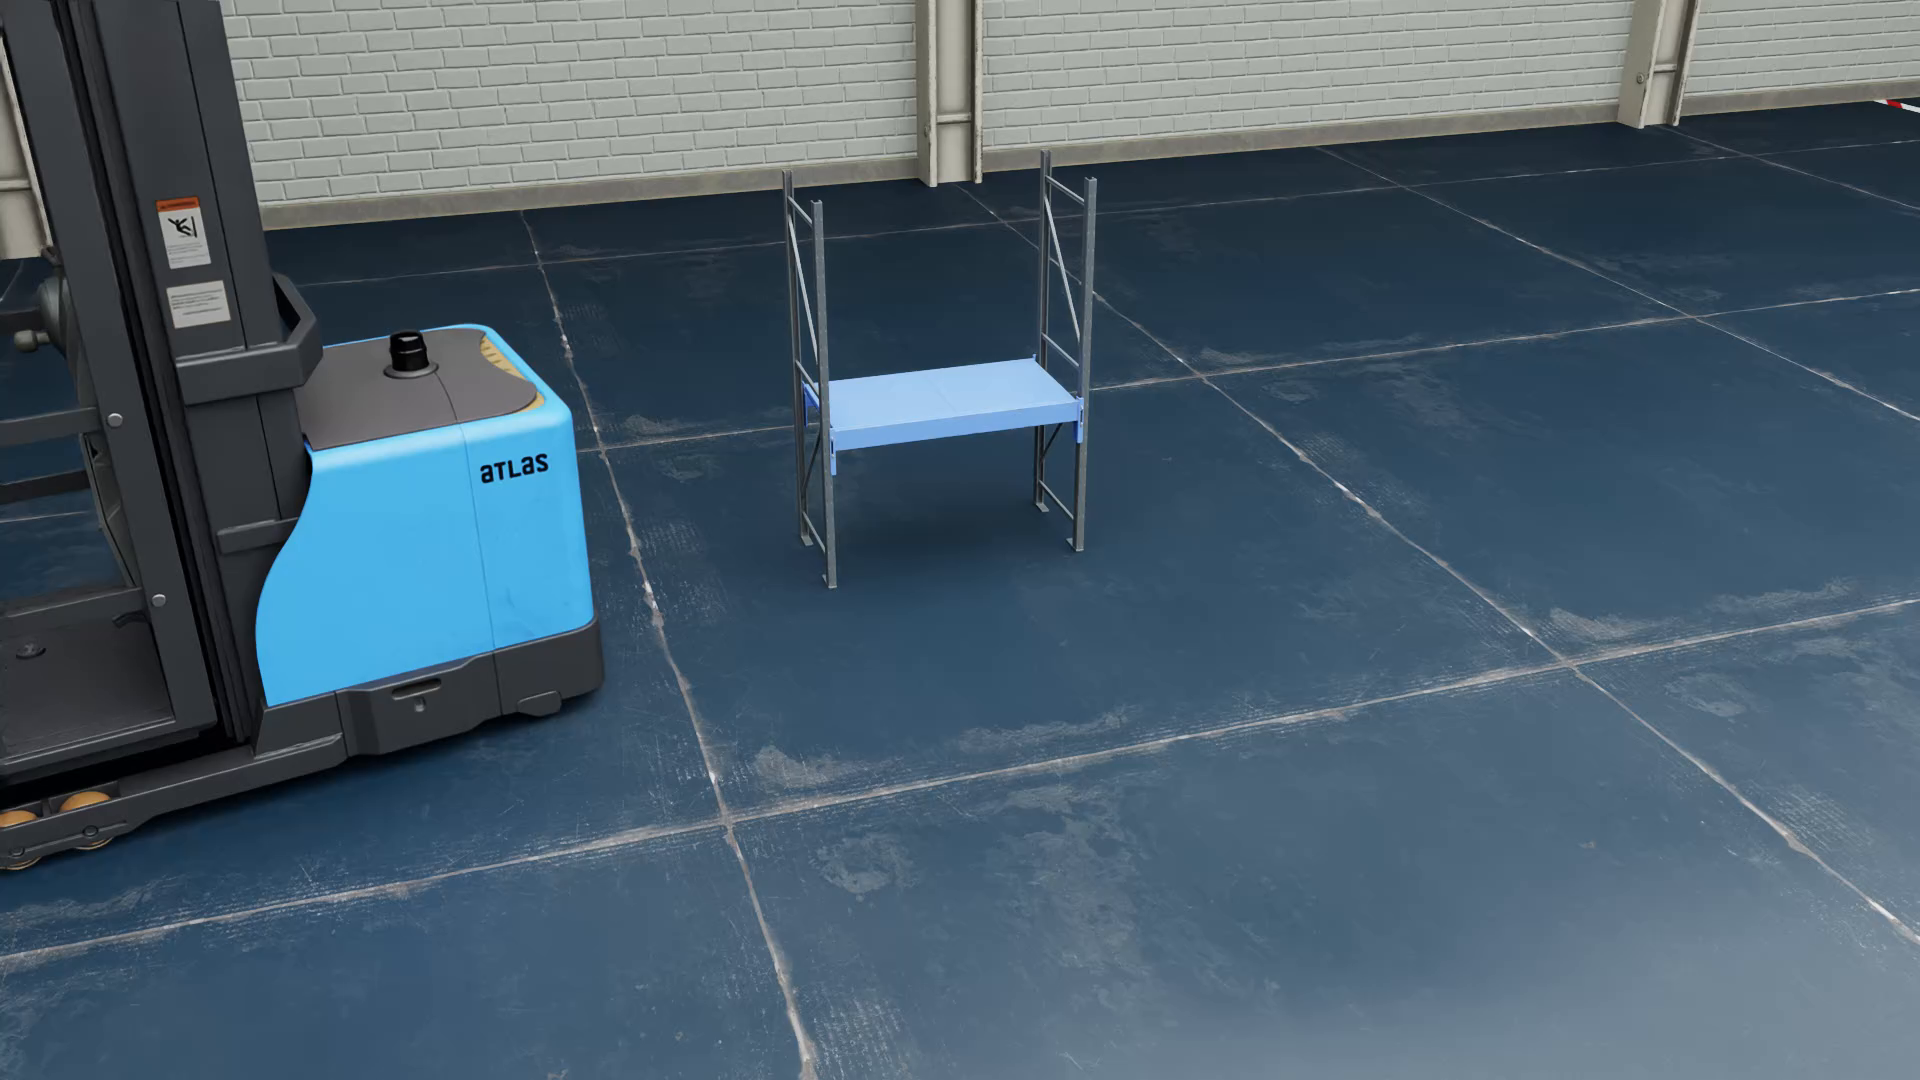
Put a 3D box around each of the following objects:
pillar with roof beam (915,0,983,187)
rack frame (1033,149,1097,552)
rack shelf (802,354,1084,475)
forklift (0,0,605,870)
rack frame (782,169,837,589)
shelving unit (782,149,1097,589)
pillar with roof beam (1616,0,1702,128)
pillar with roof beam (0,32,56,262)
[{"bbox_3d":[1.258,-4.807,6.313,0.400,9.000,9.100,-8,28,-16],"label":"pillar with roof beam"},{"bbox_3d":[0.402,-0.730,6.534,0.032,1.500,0.500,-8,28,-16],"label":"rack frame"},{"bbox_3d":[-0.081,-0.499,6.473,1.000,0.185,0.538,-8,28,-16],"label":"rack shelf"},{"bbox_3d":[-2.741,-0.625,4.713,3.031,2.935,1.130,-14,30,-26],"label":"forklift"},{"bbox_3d":[-0.564,-0.590,6.252,0.032,1.500,0.500,-8,28,-16],"label":"rack frame"},{"bbox_3d":[-0.081,-0.660,6.393,1.048,1.500,0.538,-8,28,-16],"label":"shelving unit"},{"bbox_3d":[6.963,-5.633,7.978,0.400,9.000,9.100,-8,28,-16],"label":"pillar with roof beam"},{"bbox_3d":[-4.447,-3.981,4.649,0.400,9.000,9.100,-8,28,-16],"label":"pillar with roof beam"}]
